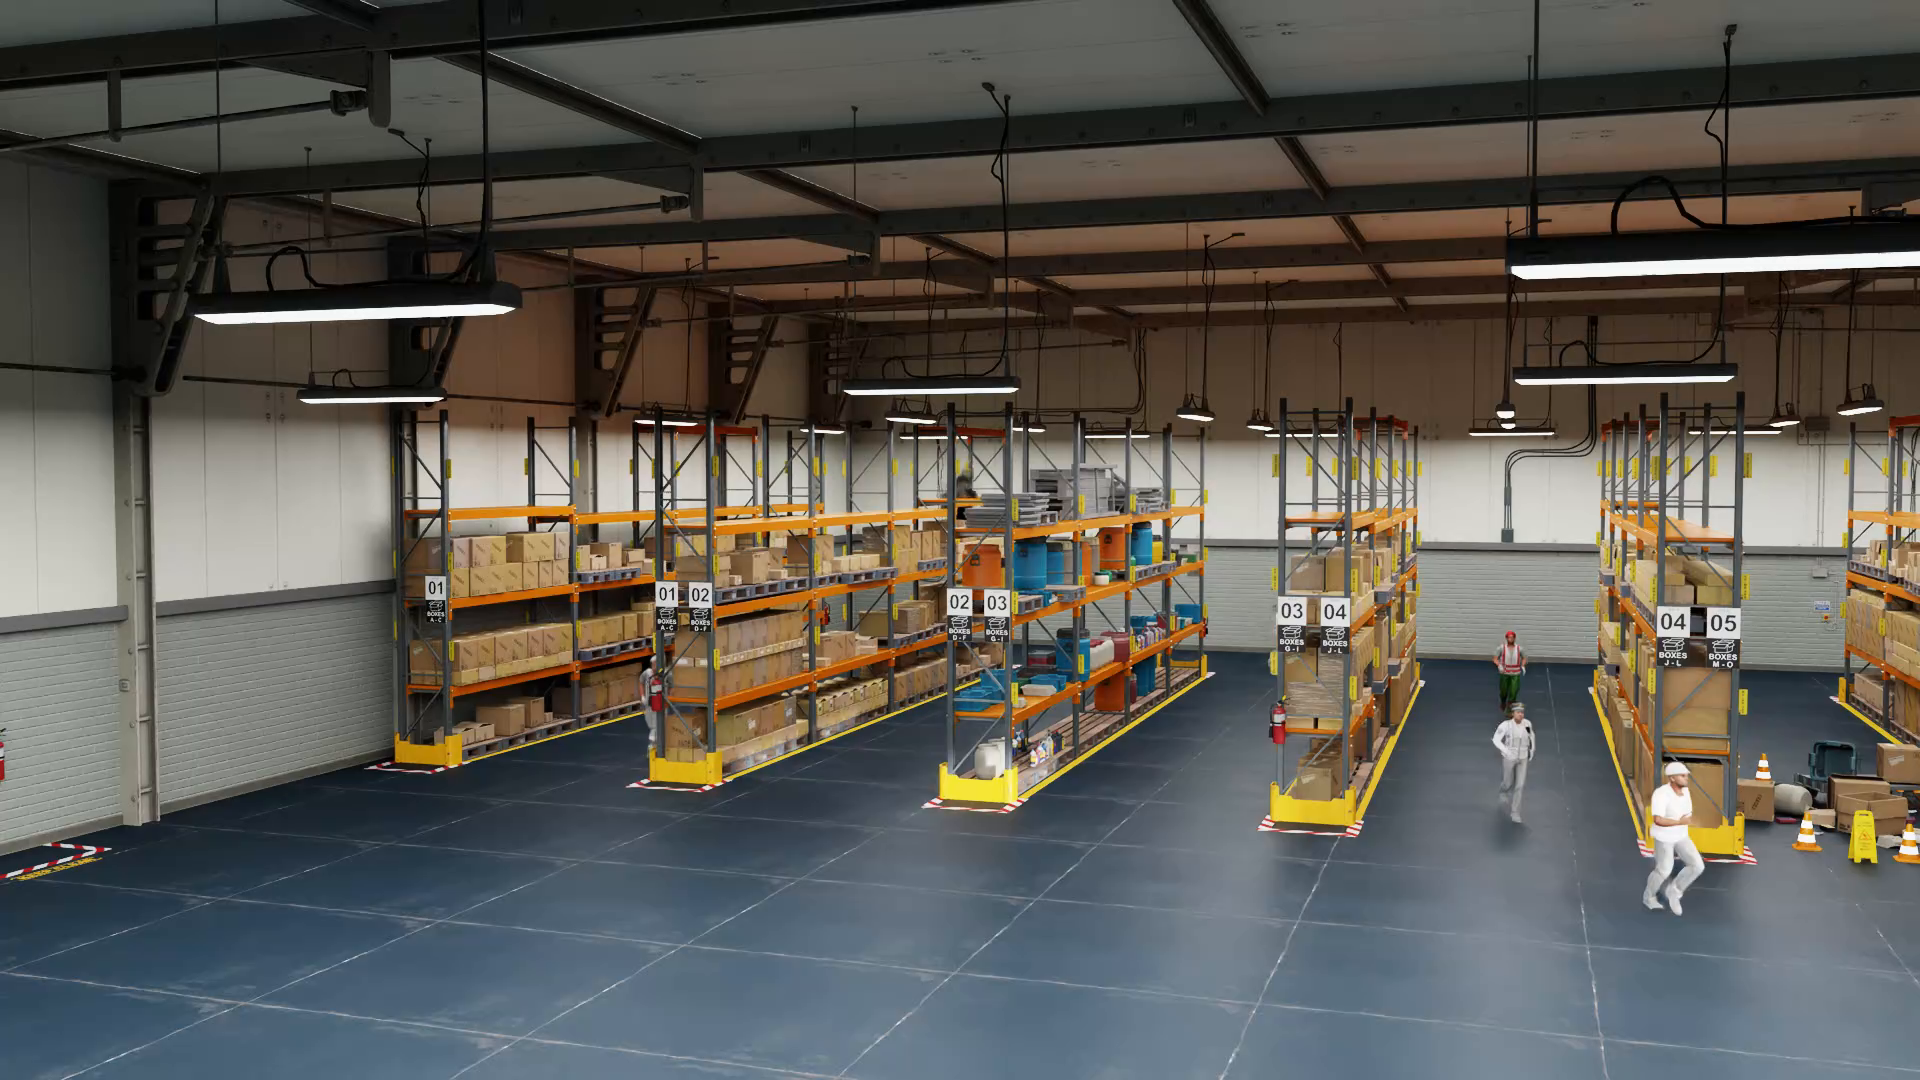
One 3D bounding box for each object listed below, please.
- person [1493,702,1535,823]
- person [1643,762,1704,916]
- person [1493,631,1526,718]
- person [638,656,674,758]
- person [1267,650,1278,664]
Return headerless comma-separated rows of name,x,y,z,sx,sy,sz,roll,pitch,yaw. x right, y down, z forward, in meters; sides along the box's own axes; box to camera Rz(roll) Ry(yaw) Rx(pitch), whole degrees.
person,7.977,3.150,23.906,0.641,1.685,0.843,0,2,0
person,7.950,3.320,18.532,0.736,1.727,0.789,-1,3,-28
person,11.081,2.693,33.501,0.646,1.743,0.645,0,2,11
person,-5.315,2.889,29.245,0.659,1.766,0.986,0,2,7
person,8.068,2.389,41.208,0.885,1.728,0.619,2,3,32
